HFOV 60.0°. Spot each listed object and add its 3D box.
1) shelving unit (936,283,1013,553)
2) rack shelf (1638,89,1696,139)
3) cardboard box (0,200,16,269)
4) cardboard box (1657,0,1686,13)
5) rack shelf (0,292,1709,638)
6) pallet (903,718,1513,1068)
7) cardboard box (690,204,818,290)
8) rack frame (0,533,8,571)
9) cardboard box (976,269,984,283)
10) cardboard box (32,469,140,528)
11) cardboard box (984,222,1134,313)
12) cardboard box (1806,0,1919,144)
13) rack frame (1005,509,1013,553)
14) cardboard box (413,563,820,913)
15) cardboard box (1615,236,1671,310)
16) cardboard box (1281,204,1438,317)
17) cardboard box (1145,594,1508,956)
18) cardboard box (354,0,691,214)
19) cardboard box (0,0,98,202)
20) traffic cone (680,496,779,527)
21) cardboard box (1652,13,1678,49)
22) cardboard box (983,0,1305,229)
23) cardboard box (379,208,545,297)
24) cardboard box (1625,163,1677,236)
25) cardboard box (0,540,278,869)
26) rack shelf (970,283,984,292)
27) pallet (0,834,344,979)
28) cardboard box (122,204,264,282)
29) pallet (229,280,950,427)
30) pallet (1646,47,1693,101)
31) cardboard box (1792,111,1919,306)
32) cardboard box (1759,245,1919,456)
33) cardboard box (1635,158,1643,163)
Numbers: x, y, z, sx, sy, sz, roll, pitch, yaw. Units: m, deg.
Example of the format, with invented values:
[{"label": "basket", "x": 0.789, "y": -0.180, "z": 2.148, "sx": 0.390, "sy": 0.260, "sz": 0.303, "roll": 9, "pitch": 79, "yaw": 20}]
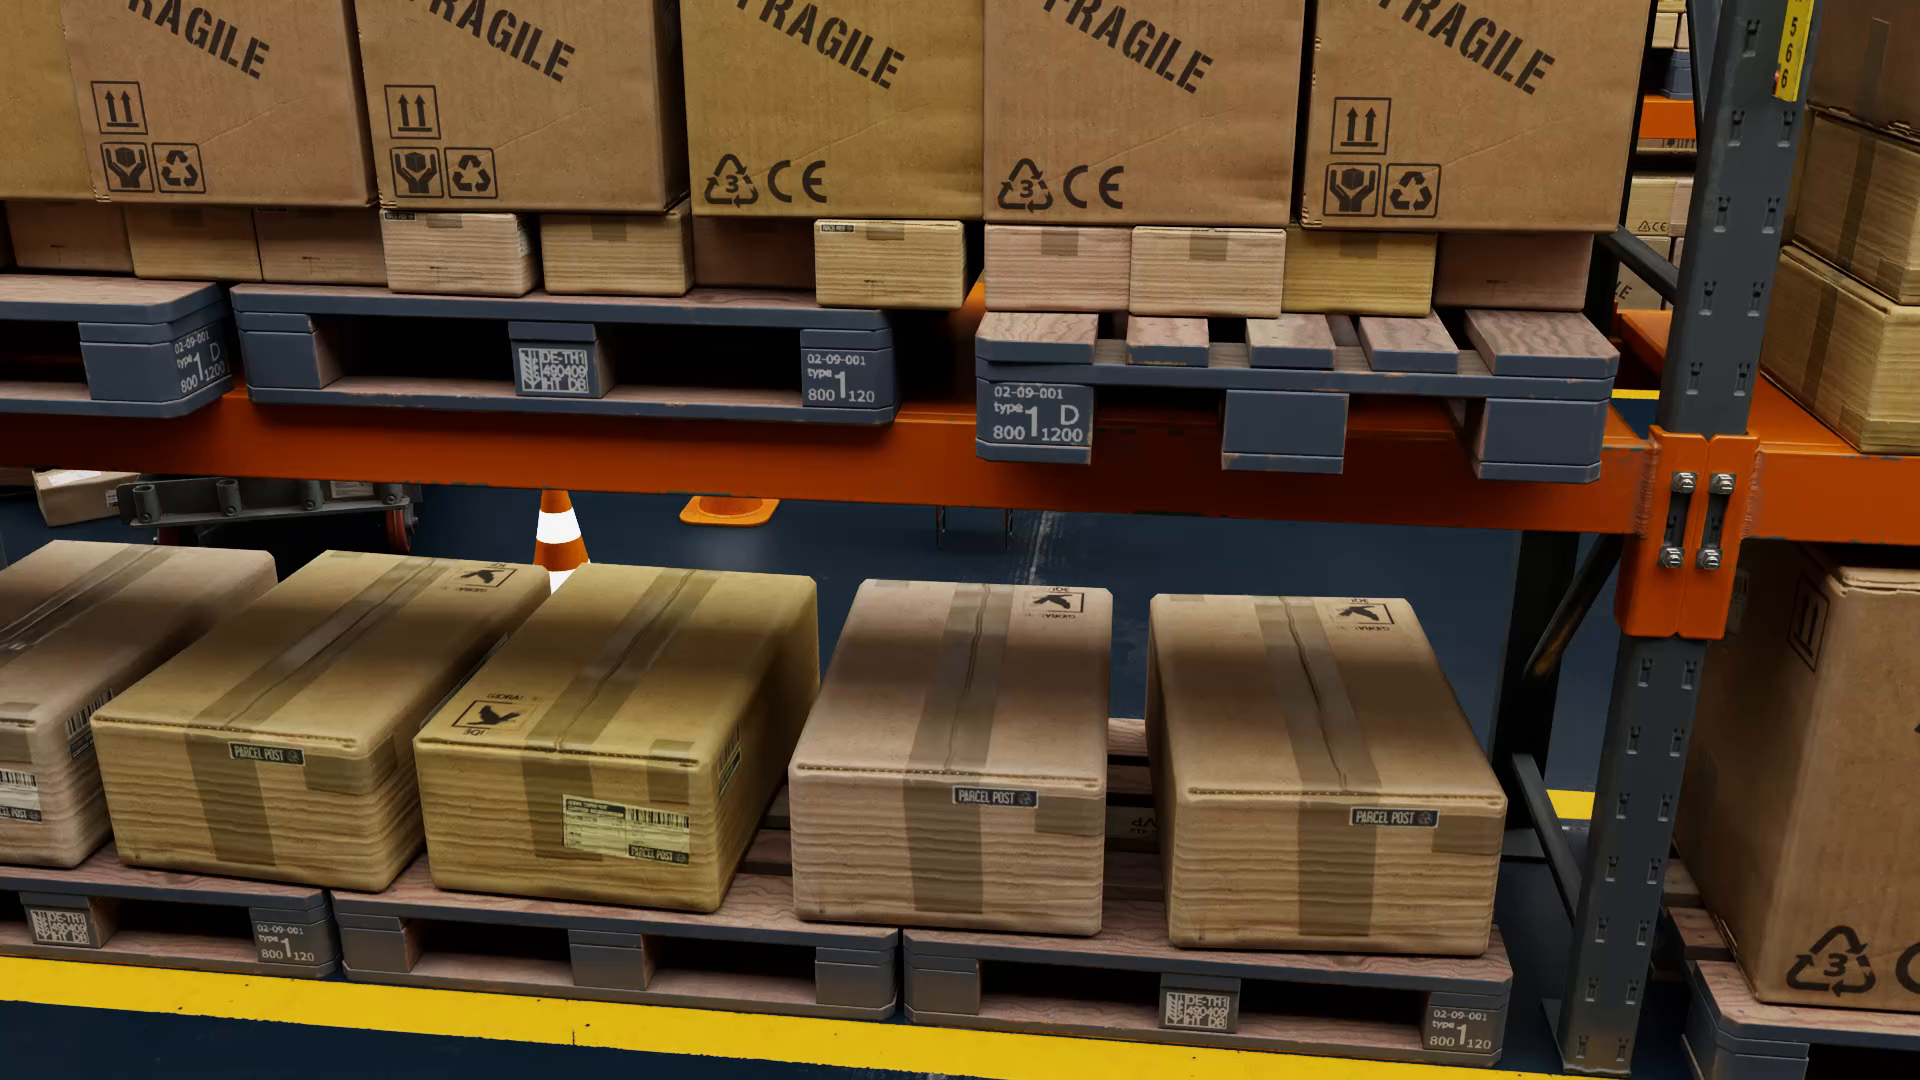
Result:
[{"label": "shelving unit", "x": 0.053, "y": -0.486, "z": 5.741, "sx": 0.252, "sy": 1.050, "sz": 0.215, "roll": 2, "pitch": 22, "yaw": 6}, {"label": "rack shelf", "x": 3.779, "y": -1.912, "z": 7.676, "sx": 4.000, "sy": 0.370, "sz": 1.077, "roll": 2, "pitch": 22, "yaw": 6}, {"label": "cardboard box", "x": -1.903, "y": -0.620, "z": 3.199, "sx": 0.250, "sy": 0.149, "sz": 0.380, "roll": 3, "pitch": 22, "yaw": 7}, {"label": "cardboard box", "x": 3.035, "y": -2.424, "z": 7.357, "sx": 0.250, "sy": 0.149, "sz": 0.380, "roll": 3, "pitch": 22, "yaw": 7}, {"label": "rack shelf", "x": -0.675, "y": -0.274, "z": 3.531, "sx": 4.000, "sy": 0.370, "sz": 1.077, "roll": 2, "pitch": 22, "yaw": 6}, {"label": "pallet", "x": 0.535, "y": 0.740, "z": 3.780, "sx": 1.213, "sy": 0.211, "sz": 1.003, "roll": 2, "pitch": 22, "yaw": 6}, {"label": "cardboard box", "x": -0.331, "y": -0.586, "z": 3.112, "sx": 0.250, "sy": 0.149, "sz": 0.380, "roll": 3, "pitch": 22, "yaw": 7}, {"label": "rack frame", "x": -2.661, "y": -0.695, "z": 3.618, "sx": 0.127, "sy": 3.000, "sz": 1.000, "roll": 2, "pitch": 22, "yaw": 6}, {"label": "cardboard box", "x": 0.331, "y": -1.578, "z": 8.341, "sx": 0.750, "sy": 0.750, "sz": 1.050, "roll": 3, "pitch": 22, "yaw": 7}, {"label": "cardboard box", "x": -3.218, "y": -0.242, "z": 6.192, "sx": 0.396, "sy": 0.266, "sz": 0.258, "roll": -14, "pitch": 25, "yaw": -31}, {"label": "cardboard box", "x": 0.179, "y": -0.522, "z": 2.951, "sx": 0.250, "sy": 0.149, "sz": 0.380, "roll": 1, "pitch": 22, "yaw": 4}, {"label": "cardboard box", "x": 1.772, "y": -0.923, "z": 2.698, "sx": 0.500, "sy": 0.500, "sz": 0.500, "roll": 2, "pitch": 22, "yaw": 5}, {"label": "rack frame", "x": 0.174, "y": -0.481, "z": 5.728, "sx": 0.008, "sy": 1.050, "sz": 0.200, "roll": 2, "pitch": 22, "yaw": 6}, {"label": "cardboard box", "x": -0.735, "y": 0.413, "z": 3.819, "sx": 0.625, "sy": 0.372, "sz": 0.950, "roll": 3, "pitch": 22, "yaw": 8}, {"label": "cardboard box", "x": 2.965, "y": -1.222, "z": 7.780, "sx": 0.500, "sy": 0.500, "sz": 0.500, "roll": 3, "pitch": 22, "yaw": 7}, {"label": "cardboard box", "x": 0.683, "y": -0.514, "z": 2.930, "sx": 0.250, "sy": 0.149, "sz": 0.380, "roll": 3, "pitch": 22, "yaw": 7}, {"label": "cardboard box", "x": 0.751, "y": 0.477, "z": 3.657, "sx": 0.625, "sy": 0.372, "sz": 0.950, "roll": 1, "pitch": 22, "yaw": 3}, {"label": "cardboard box", "x": -0.731, "y": -0.884, "z": 2.984, "sx": 0.500, "sy": 0.500, "sz": 0.500, "roll": 2, "pitch": 22, "yaw": 4}, {"label": "cardboard box", "x": -1.732, "y": -0.929, "z": 3.097, "sx": 0.500, "sy": 0.500, "sz": 0.500, "roll": 3, "pitch": 22, "yaw": 6}, {"label": "traffic cone", "x": -0.859, "y": -0.325, "z": 6.133, "sx": 0.334, "sy": 0.463, "sz": 0.336, "roll": 2, "pitch": 22, "yaw": 6}, {"label": "cardboard box", "x": 3.016, "y": -2.285, "z": 7.409, "sx": 0.250, "sy": 0.149, "sz": 0.380, "roll": 3, "pitch": 22, "yaw": 9}, {"label": "cardboard box", "x": 0.312, "y": -0.839, "z": 2.869, "sx": 0.500, "sy": 0.500, "sz": 0.500, "roll": 2, "pitch": 22, "yaw": 5}, {"label": "cardboard box", "x": -0.858, "y": -0.568, "z": 3.066, "sx": 0.250, "sy": 0.149, "sz": 0.380, "roll": 3, "pitch": 22, "yaw": 8}, {"label": "cardboard box", "x": 2.953, "y": -1.575, "z": 7.653, "sx": 0.500, "sy": 0.250, "sz": 0.500, "roll": 2, "pitch": 22, "yaw": 6}, {"label": "cardboard box", "x": -2.140, "y": 0.354, "z": 3.969, "sx": 0.625, "sy": 0.372, "sz": 0.950, "roll": 3, "pitch": 22, "yaw": 7}, {"label": "rack shelf", "x": 0.053, "y": -0.740, "z": 5.641, "sx": 0.240, "sy": 0.259, "sz": 0.215, "roll": 2, "pitch": 22, "yaw": 6}, {"label": "pallet", "x": -1.888, "y": 0.635, "z": 4.047, "sx": 1.213, "sy": 0.211, "sz": 1.003, "roll": 2, "pitch": 22, "yaw": 6}, {"label": "cardboard box", "x": -1.362, "y": -0.609, "z": 3.172, "sx": 0.250, "sy": 0.149, "sz": 0.380, "roll": 3, "pitch": 22, "yaw": 7}, {"label": "pallet", "x": -0.660, "y": -0.503, "z": 3.394, "sx": 1.213, "sy": 0.211, "sz": 1.003, "roll": 2, "pitch": 22, "yaw": 6}, {"label": "pallet", "x": 3.764, "y": -2.174, "z": 7.619, "sx": 1.213, "sy": 0.211, "sz": 1.003, "roll": 2, "pitch": 22, "yaw": 6}, {"label": "cardboard box", "x": 1.785, "y": -0.573, "z": 2.832, "sx": 0.500, "sy": 0.250, "sz": 0.500, "roll": 2, "pitch": 22, "yaw": 6}, {"label": "cardboard box", "x": 1.767, "y": -0.339, "z": 2.922, "sx": 0.500, "sy": 0.250, "sz": 0.500, "roll": 2, "pitch": 22, "yaw": 5}, {"label": "cardboard box", "x": 3.006, "y": -1.763, "z": 8.129, "sx": 0.500, "sy": 0.250, "sz": 0.500, "roll": 3, "pitch": 22, "yaw": 7}]
